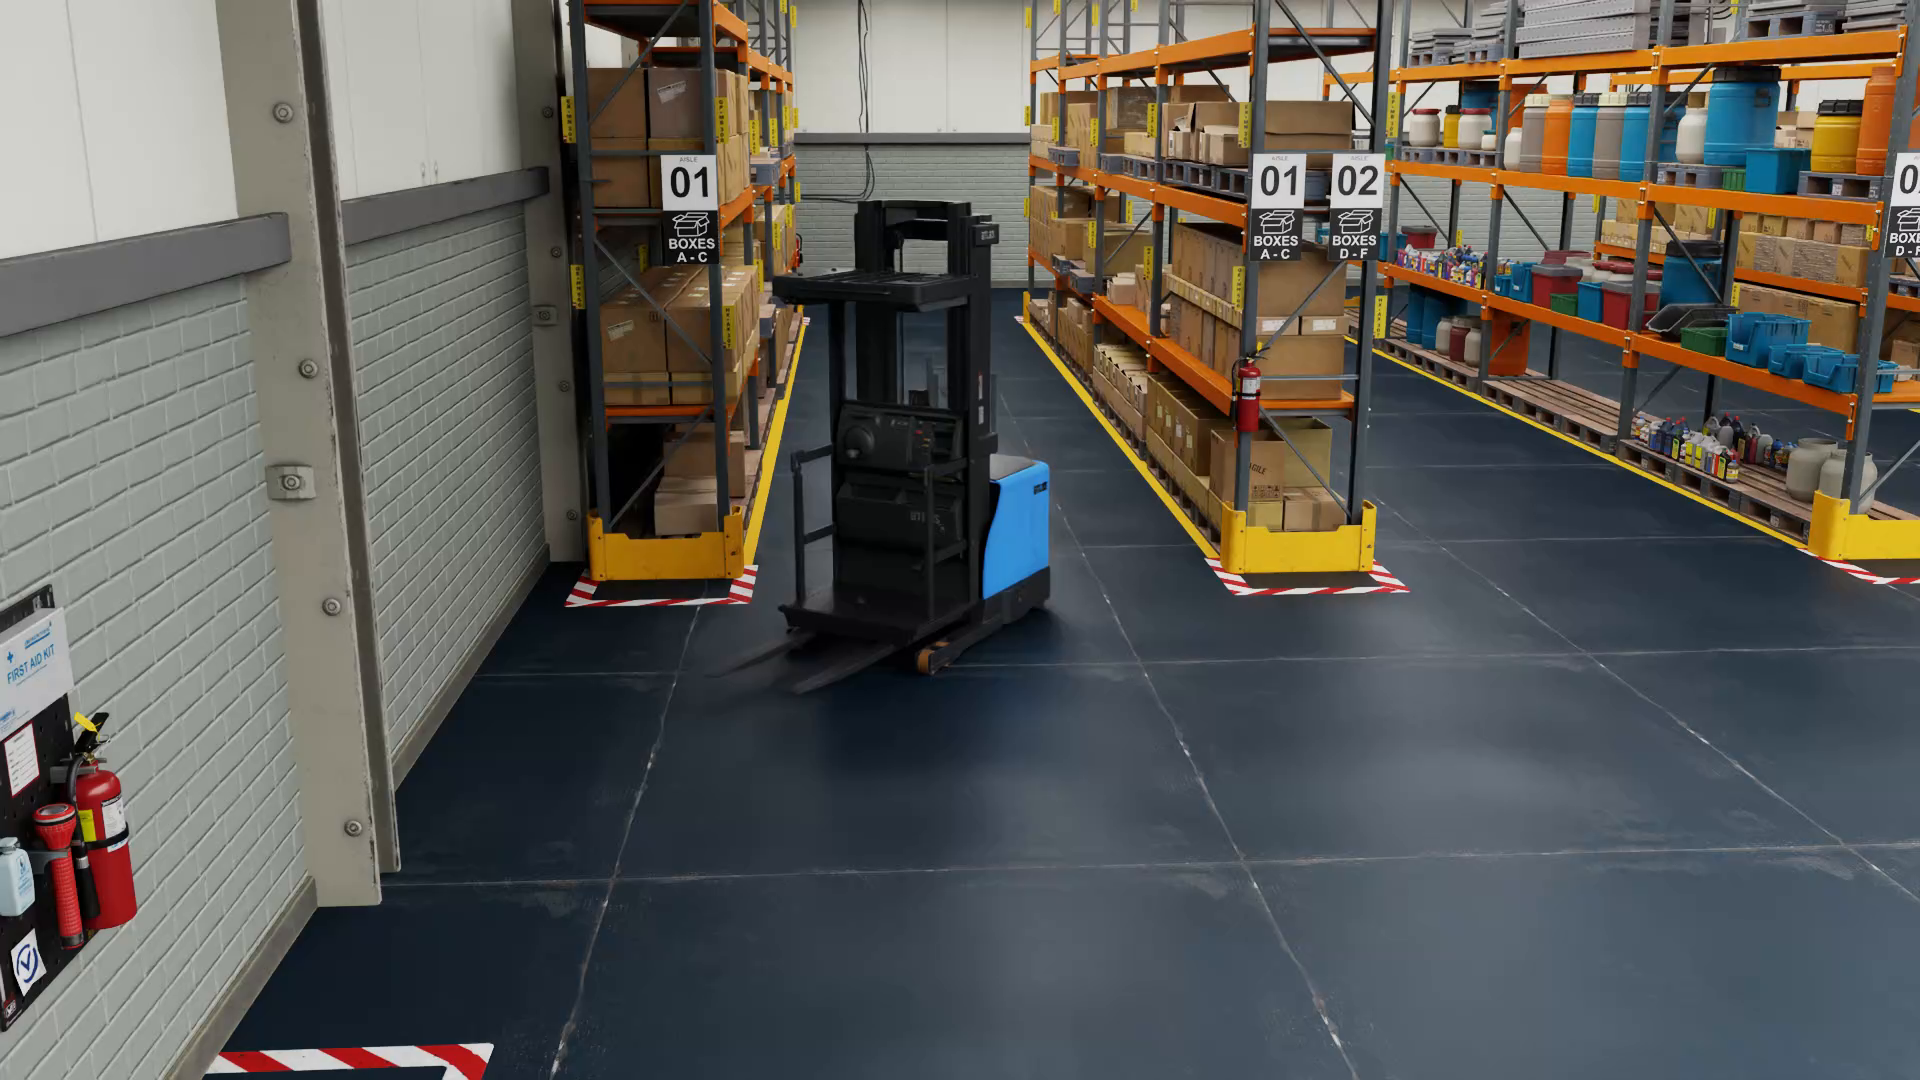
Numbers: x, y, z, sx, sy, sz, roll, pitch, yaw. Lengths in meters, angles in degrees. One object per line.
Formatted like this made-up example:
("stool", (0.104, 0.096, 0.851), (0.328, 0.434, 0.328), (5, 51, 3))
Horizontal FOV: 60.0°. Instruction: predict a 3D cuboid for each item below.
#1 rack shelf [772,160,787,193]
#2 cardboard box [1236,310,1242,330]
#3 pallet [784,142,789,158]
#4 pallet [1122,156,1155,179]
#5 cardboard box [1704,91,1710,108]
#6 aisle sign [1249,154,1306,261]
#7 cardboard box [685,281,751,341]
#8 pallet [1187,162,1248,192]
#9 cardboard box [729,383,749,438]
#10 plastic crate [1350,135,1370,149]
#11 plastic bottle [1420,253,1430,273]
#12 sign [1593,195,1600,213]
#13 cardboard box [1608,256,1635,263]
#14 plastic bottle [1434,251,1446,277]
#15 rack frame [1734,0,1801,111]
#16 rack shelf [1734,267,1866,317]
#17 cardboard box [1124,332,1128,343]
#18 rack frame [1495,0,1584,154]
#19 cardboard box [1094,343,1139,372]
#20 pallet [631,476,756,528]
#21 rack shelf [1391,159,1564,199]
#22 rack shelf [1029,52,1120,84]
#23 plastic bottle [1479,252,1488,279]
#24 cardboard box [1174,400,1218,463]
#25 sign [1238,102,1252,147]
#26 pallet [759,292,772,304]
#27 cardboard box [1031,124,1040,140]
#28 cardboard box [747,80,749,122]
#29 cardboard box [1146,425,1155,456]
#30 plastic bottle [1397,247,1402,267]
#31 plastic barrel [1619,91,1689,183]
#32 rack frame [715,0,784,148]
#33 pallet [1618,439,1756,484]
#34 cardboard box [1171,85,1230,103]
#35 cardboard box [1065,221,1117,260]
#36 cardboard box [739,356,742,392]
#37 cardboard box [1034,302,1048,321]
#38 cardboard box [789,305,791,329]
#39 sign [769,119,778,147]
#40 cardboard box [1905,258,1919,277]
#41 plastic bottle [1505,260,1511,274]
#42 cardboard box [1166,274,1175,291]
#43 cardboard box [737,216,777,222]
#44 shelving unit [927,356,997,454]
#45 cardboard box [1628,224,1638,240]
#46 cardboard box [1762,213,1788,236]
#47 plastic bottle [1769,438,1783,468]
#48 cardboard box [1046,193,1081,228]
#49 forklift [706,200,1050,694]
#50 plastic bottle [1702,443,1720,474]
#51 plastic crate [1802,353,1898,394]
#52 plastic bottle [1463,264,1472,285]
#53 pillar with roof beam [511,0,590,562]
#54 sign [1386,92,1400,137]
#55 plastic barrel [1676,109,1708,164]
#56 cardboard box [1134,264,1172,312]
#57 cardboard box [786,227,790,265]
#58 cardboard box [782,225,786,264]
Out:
("rack shelf", (-2.897, -4.761, 21.936), (1.077, 0.370, 4.000), (-1, 14, -3))
("cardboard box", (2.435, -1.767, 13.372), (0.380, 0.149, 0.250), (-1, 14, -2))
("pallet", (-3.062, -5.768, 24.582), (1.003, 0.211, 1.213), (-1, 14, -3))
("pallet", (2.374, -4.153, 18.506), (1.003, 0.211, 1.213), (0, 14, -1))
("cardboard box", (11.758, -6.734, 25.409), (0.500, 0.250, 0.500), (-2, 15, -7))
("aisle sign", (2.377, -2.485, 12.450), (0.394, 0.787, 0.004), (-1, 14, -3))
("cardboard box", (-2.098, -1.973, 14.432), (0.500, 0.500, 0.500), (0, 14, -2))
("pallet", (2.569, -3.138, 14.359), (1.003, 0.211, 1.213), (-1, 14, -3))
("cardboard box", (-2.588, -1.350, 17.387), (0.700, 0.500, 0.500), (0, 14, -2))
("plastic crate", (6.439, -6.341, 26.754), (0.504, 0.338, 0.767), (-1, 14, -3))
("plastic bottle", (6.572, -3.896, 23.398), (0.152, 0.276, 0.135), (-1, 14, -3))
("sign", (11.008, -5.829, 28.766), (0.100, 0.325, 0.005), (-1, 14, -3))
("cardboard box", (11.682, -4.395, 28.509), (0.875, 0.875, 0.875), (-1, 14, -3))
("plastic bottle", (6.605, -3.786, 22.821), (0.144, 0.351, 0.185), (-1, 14, -3))
("rack frame", (11.810, -7.289, 24.297), (1.000, 3.000, 0.127), (-1, 14, -3))
("rack shelf", (11.934, -3.538, 23.201), (1.077, 0.370, 4.000), (-1, 14, -3))
("cardboard box", (2.389, -2.487, 21.807), (0.500, 0.500, 0.500), (-1, 14, -5))
("rack frame", (7.114, -6.218, 20.133), (1.000, 3.000, 0.127), (-1, 14, -3))
("cardboard box", (1.910, -2.246, 20.284), (0.500, 0.311, 0.500), (0, 14, -2))
("pallet", (-2.370, -0.344, 14.938), (1.003, 0.211, 1.213), (-1, 14, -3))
("rack shelf", (6.991, -4.914, 22.530), (1.077, 0.370, 4.000), (-1, 14, -3))
("rack shelf", (1.799, -7.285, 25.729), (1.077, 0.370, 4.000), (-1, 14, -3))
("plastic bottle", (7.175, -3.750, 22.681), (0.144, 0.351, 0.185), (-1, 14, -3))
("cardboard box", (2.230, -0.984, 15.001), (0.500, 0.500, 0.500), (-1, 14, -3))
("sign", (2.124, -3.086, 12.361), (0.100, 0.325, 0.005), (-1, 14, -3))
("pallet", (-2.610, -2.575, 18.399), (1.003, 0.211, 1.213), (-1, 14, -3))
("cardboard box", (1.447, -6.717, 27.391), (0.500, 0.250, 0.500), (-1, 14, -3))
("cardboard box", (-2.224, -4.039, 15.439), (0.500, 0.500, 0.500), (-2, 15, -8))
("cardboard box", (2.144, -0.994, 16.545), (0.500, 0.250, 0.500), (-1, 14, -3))
("plastic bottle", (6.464, -4.153, 24.382), (0.061, 0.283, 0.133), (-1, 14, -3))
("plastic barrel", (7.114, -4.136, 17.057), (0.600, 0.901, 0.708), (-1, 14, -3))
("rack frame", (-3.021, -7.060, 23.405), (1.000, 3.000, 0.127), (-1, 14, -3))
("pallet", (7.362, -0.800, 16.710), (1.003, 0.211, 1.213), (-1, 14, -3))
("cardboard box", (2.419, -4.343, 16.819), (0.500, 0.500, 0.500), (-1, 14, -3))
("cardboard box", (1.835, -4.192, 23.257), (0.700, 0.500, 0.500), (1, 14, 5))
("cardboard box", (-2.038, -1.362, 13.562), (0.500, 0.250, 0.500), (-1, 14, -5))
("cardboard box", (1.487, -3.720, 27.099), (0.500, 0.250, 0.500), (-1, 14, -3))
("cardboard box", (-3.023, -3.587, 26.123), (0.700, 0.500, 0.500), (-1, 14, -2))
("sign", (-2.232, -4.870, 19.879), (0.100, 0.325, 0.005), (-1, 14, -3))
("cardboard box", (12.131, -3.507, 20.594), (0.500, 0.500, 0.500), (-3, 15, -10))
("plastic bottle", (7.373, -3.622, 22.342), (0.097, 0.271, 0.097), (0, 14, 0))
("cardboard box", (2.242, -2.535, 16.356), (0.380, 0.149, 0.250), (-1, 14, -4))
("cardboard box", (-2.578, -3.975, 21.115), (0.500, 0.250, 0.500), (-1, 14, -4))
("shelving unit", (0.005, -0.705, 13.757), (0.538, 1.500, 1.048), (-1, 14, -3))
("cardboard box", (11.389, -5.072, 27.424), (0.500, 0.250, 0.500), (-1, 14, -5))
("cardboard box", (11.889, -4.588, 23.626), (0.797, 0.503, 0.637), (-1, 14, -3))
("plastic bottle", (7.769, -0.831, 15.828), (0.097, 0.271, 0.097), (0, 14, 0))
("cardboard box", (1.598, -5.014, 25.285), (0.500, 0.500, 0.500), (-1, 14, -5))
("forklift", (-0.501, -0.681, 10.791), (1.130, 2.935, 3.031), (8, 16, 28))
("plastic bottle", (7.062, -0.764, 15.561), (0.152, 0.276, 0.135), (-1, 14, -5))
("plastic crate", (7.280, -1.371, 13.633), (0.499, 0.251, 0.616), (-1, 14, -3))
("plastic bottle", (6.648, -3.479, 21.786), (0.097, 0.271, 0.097), (0, 14, 0))
("pillar with roof beam", (1.112, -4.303, 12.689), (9.100, 9.000, 0.400), (-1, 14, -3))
("sign", (3.220, -3.169, 12.390), (0.100, 0.325, 0.005), (-1, 14, -3))
("plastic barrel", (7.193, -3.918, 16.146), (0.421, 0.512, 0.421), (0, 14, 0))
("cardboard box", (2.291, -2.868, 18.954), (0.500, 0.500, 0.500), (-2, 15, -6))
("cardboard box", (-3.039, -4.435, 24.641), (0.980, 0.700, 0.700), (-1, 14, -3))
("cardboard box", (-2.700, -4.119, 23.177), (0.500, 0.500, 0.500), (-1, 14, -3))
